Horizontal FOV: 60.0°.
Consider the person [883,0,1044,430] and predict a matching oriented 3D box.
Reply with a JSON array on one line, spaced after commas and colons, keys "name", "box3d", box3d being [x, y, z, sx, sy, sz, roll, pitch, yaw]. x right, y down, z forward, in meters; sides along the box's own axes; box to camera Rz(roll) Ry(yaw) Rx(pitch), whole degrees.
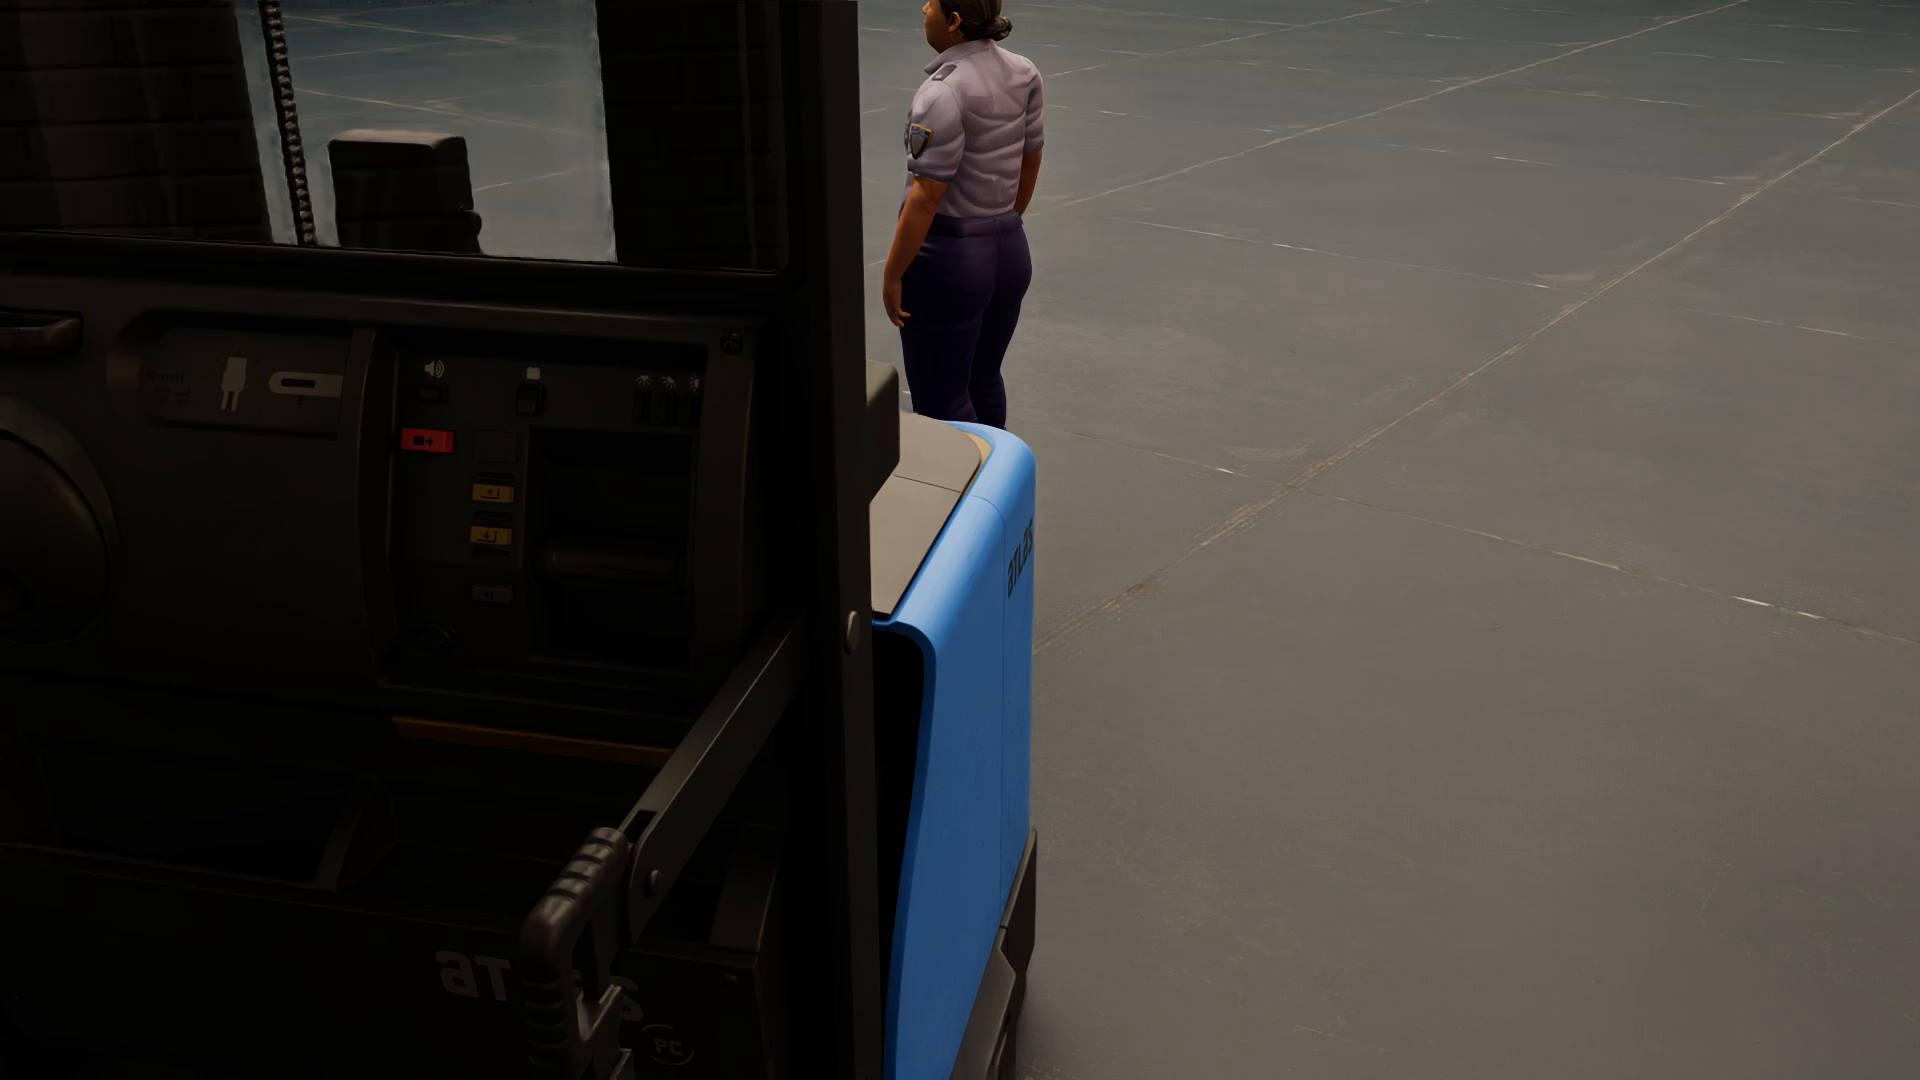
[{"name": "person", "box3d": [-0.057, -0.792, 4.749, 0.503, 1.651, 0.598, 17, 29, 34]}]

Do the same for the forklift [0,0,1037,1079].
[{"name": "forklift", "box3d": [-0.680, -0.021, 1.378, 1.130, 2.935, 3.031, 5, 24, 11]}]
